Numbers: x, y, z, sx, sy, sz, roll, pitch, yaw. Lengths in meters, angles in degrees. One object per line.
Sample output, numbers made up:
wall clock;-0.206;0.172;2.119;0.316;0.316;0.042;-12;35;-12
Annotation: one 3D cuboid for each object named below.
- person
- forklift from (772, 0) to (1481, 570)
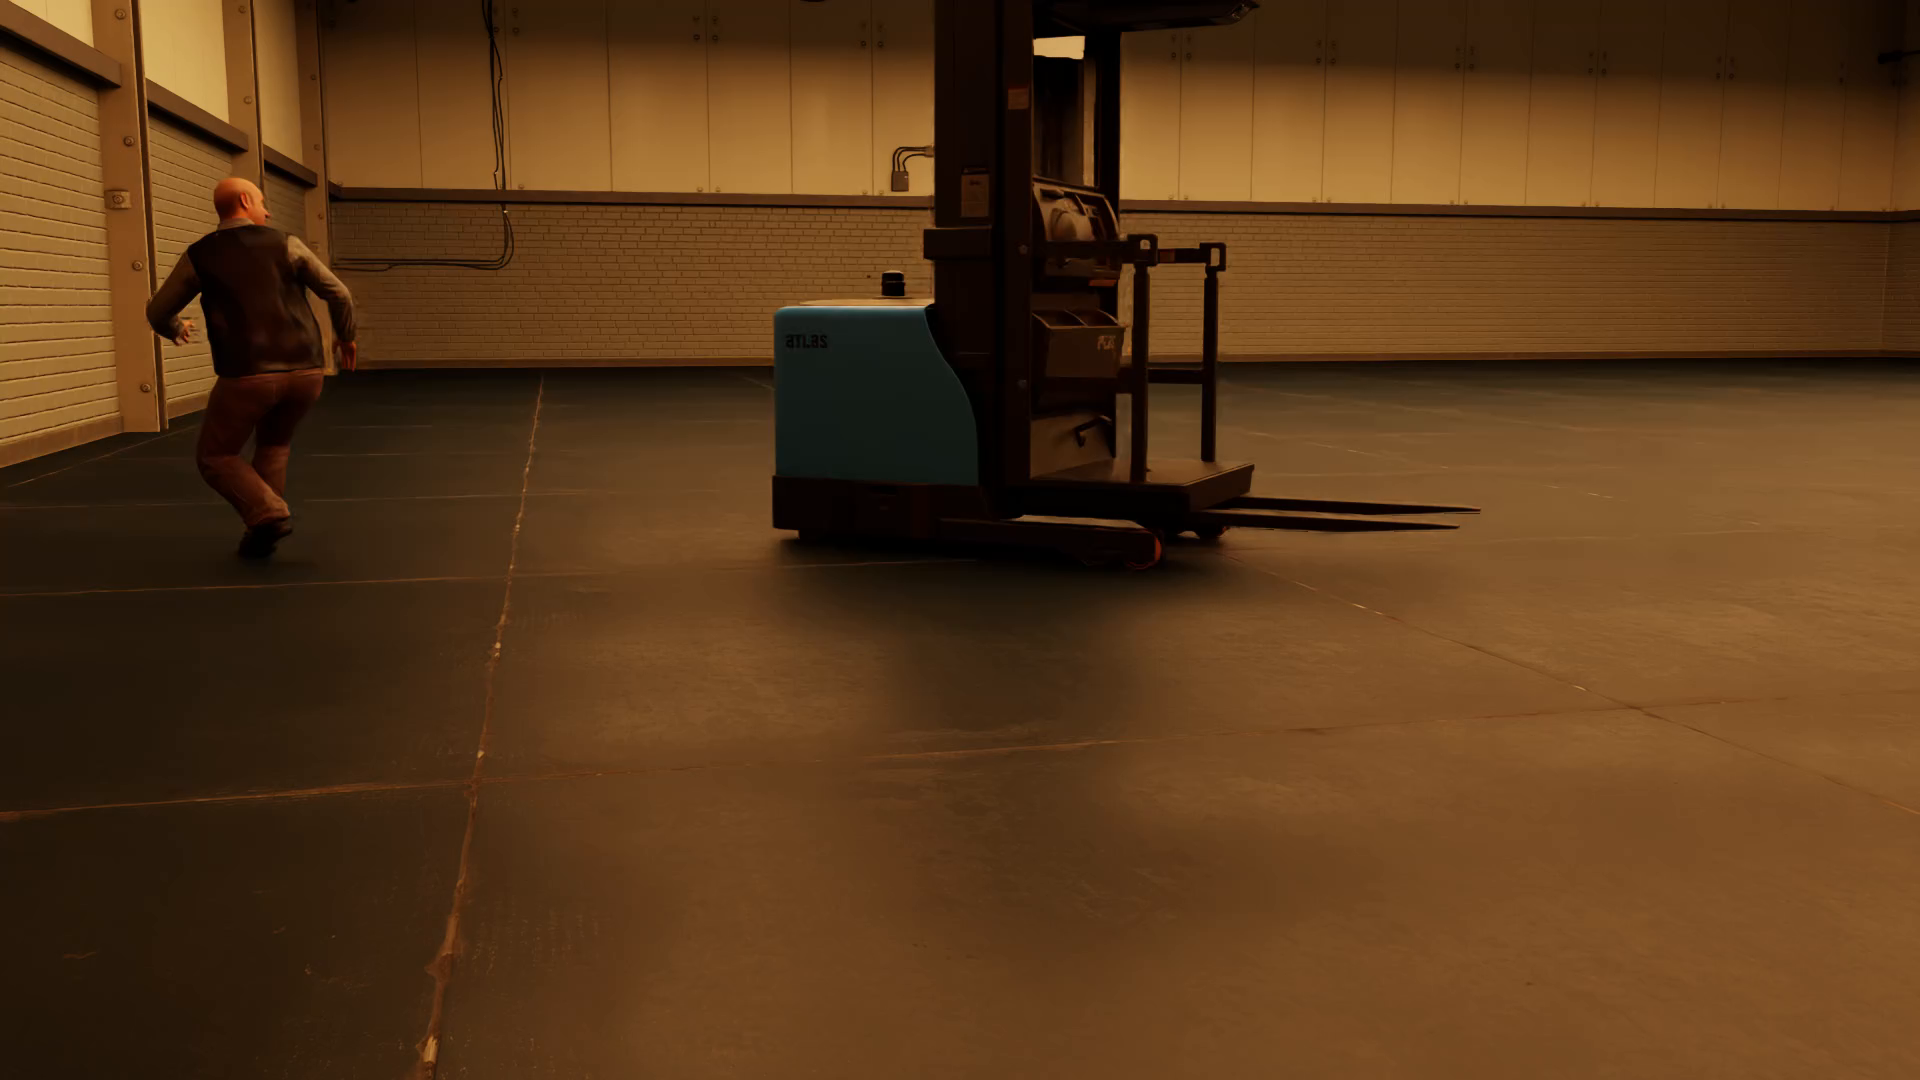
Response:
person;-3.013;-0.733;7.140;0.835;1.605;0.782;-7;10;-39
forklift;0.700;-1.412;7.221;3.031;2.935;1.130;4;9;25
